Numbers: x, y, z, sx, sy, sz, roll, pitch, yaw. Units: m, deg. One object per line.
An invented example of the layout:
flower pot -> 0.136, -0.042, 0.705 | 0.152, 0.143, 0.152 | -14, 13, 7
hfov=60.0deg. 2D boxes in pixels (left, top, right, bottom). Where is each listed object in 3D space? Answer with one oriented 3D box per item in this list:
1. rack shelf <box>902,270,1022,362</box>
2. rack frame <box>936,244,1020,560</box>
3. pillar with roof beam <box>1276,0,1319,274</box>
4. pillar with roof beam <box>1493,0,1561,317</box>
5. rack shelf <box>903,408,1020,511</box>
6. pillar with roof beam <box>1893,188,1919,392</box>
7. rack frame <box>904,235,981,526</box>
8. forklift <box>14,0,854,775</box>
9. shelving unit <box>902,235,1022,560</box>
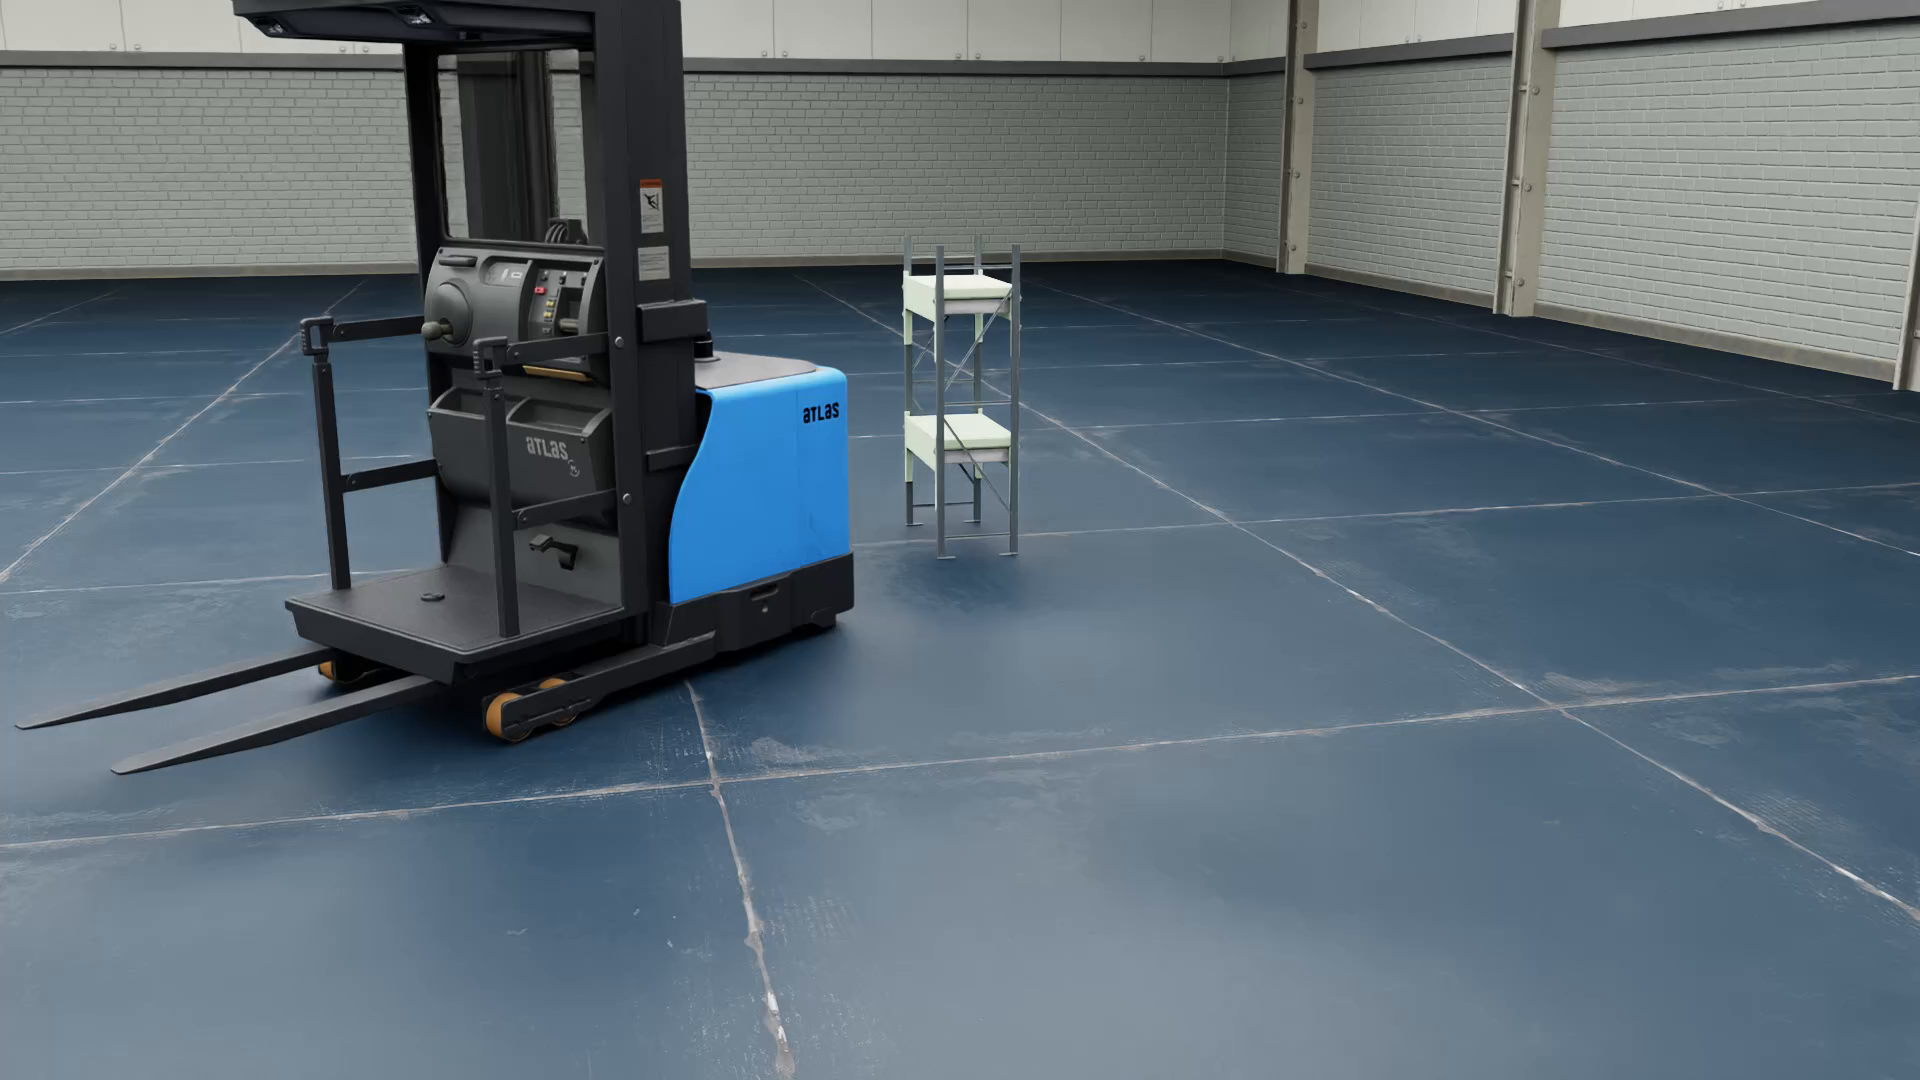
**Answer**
rack shelf -> -0.002, -1.109, 8.163 | 0.431, 0.370, 0.720 | -3, 14, -13
rack frame -> 0.084, -0.646, 7.910 | 0.400, 1.500, 0.023 | -3, 14, -13
pillar with roof beam -> 0.713, -8.082, 22.547 | 9.100, 9.000, 0.400 | -3, 14, -13
pillar with roof beam -> 2.122, -6.698, 16.881 | 9.100, 9.000, 0.400 | -3, 14, -13
rack shelf -> -0.002, -0.413, 8.333 | 0.431, 0.370, 0.720 | -3, 14, -13
pillar with roof beam -> 3.531, -5.314, 11.215 | 9.100, 9.000, 0.400 | -3, 14, -13
rack frame -> -0.088, -0.815, 8.601 | 0.400, 1.500, 0.023 | -3, 14, -13
forklift -> -1.742, -0.872, 5.820 | 1.130, 2.935, 3.031 | 10, 17, 36
shelving unit -> -0.002, -0.730, 8.255 | 0.431, 1.500, 0.755 | -3, 14, -13
